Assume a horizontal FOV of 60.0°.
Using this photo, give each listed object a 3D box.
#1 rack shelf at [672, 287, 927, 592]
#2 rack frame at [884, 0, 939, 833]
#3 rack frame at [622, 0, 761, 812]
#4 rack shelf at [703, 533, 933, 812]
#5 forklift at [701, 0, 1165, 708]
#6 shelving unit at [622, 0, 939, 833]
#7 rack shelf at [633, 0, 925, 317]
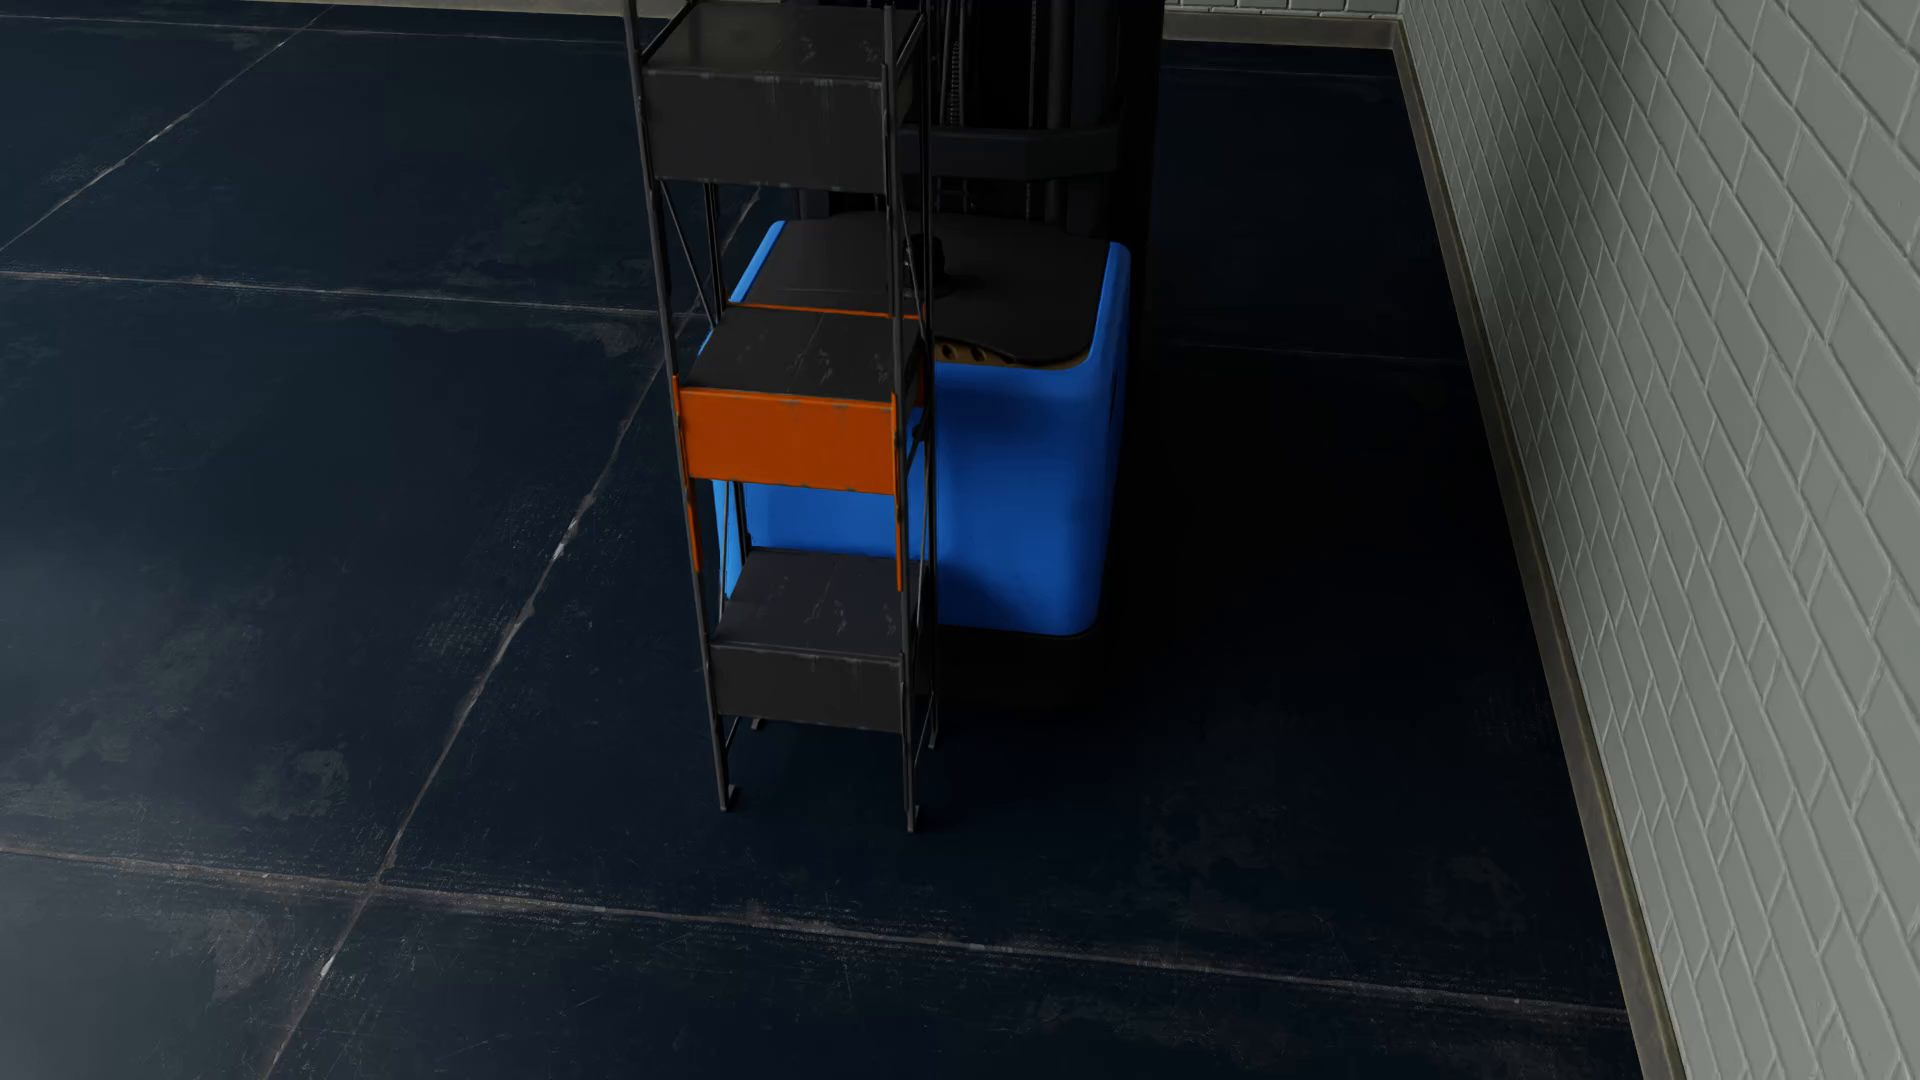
[{"bbox_3d":[-0.338,-0.233,3.788,0.480,0.518,0.431,5,37,7],"label":"rack shelf"},{"bbox_3d":[-0.097,-0.222,3.749,0.015,2.100,0.400,5,37,7],"label":"rack frame"},{"bbox_3d":[-0.579,-0.266,3.810,0.015,2.100,0.400,5,37,7],"label":"rack frame"},{"bbox_3d":[-0.336,0.332,4.201,0.480,0.518,0.431,5,37,7],"label":"rack shelf"},{"bbox_3d":[0.069,-1.586,4.950,1.130,2.935,3.031,5,36,7],"label":"forklift"},{"bbox_3d":[-0.338,-0.244,3.780,0.503,2.100,0.431,5,37,7],"label":"shelving unit"},{"bbox_3d":[-0.339,-0.798,3.374,0.480,0.518,0.431,5,37,7],"label":"rack shelf"}]
